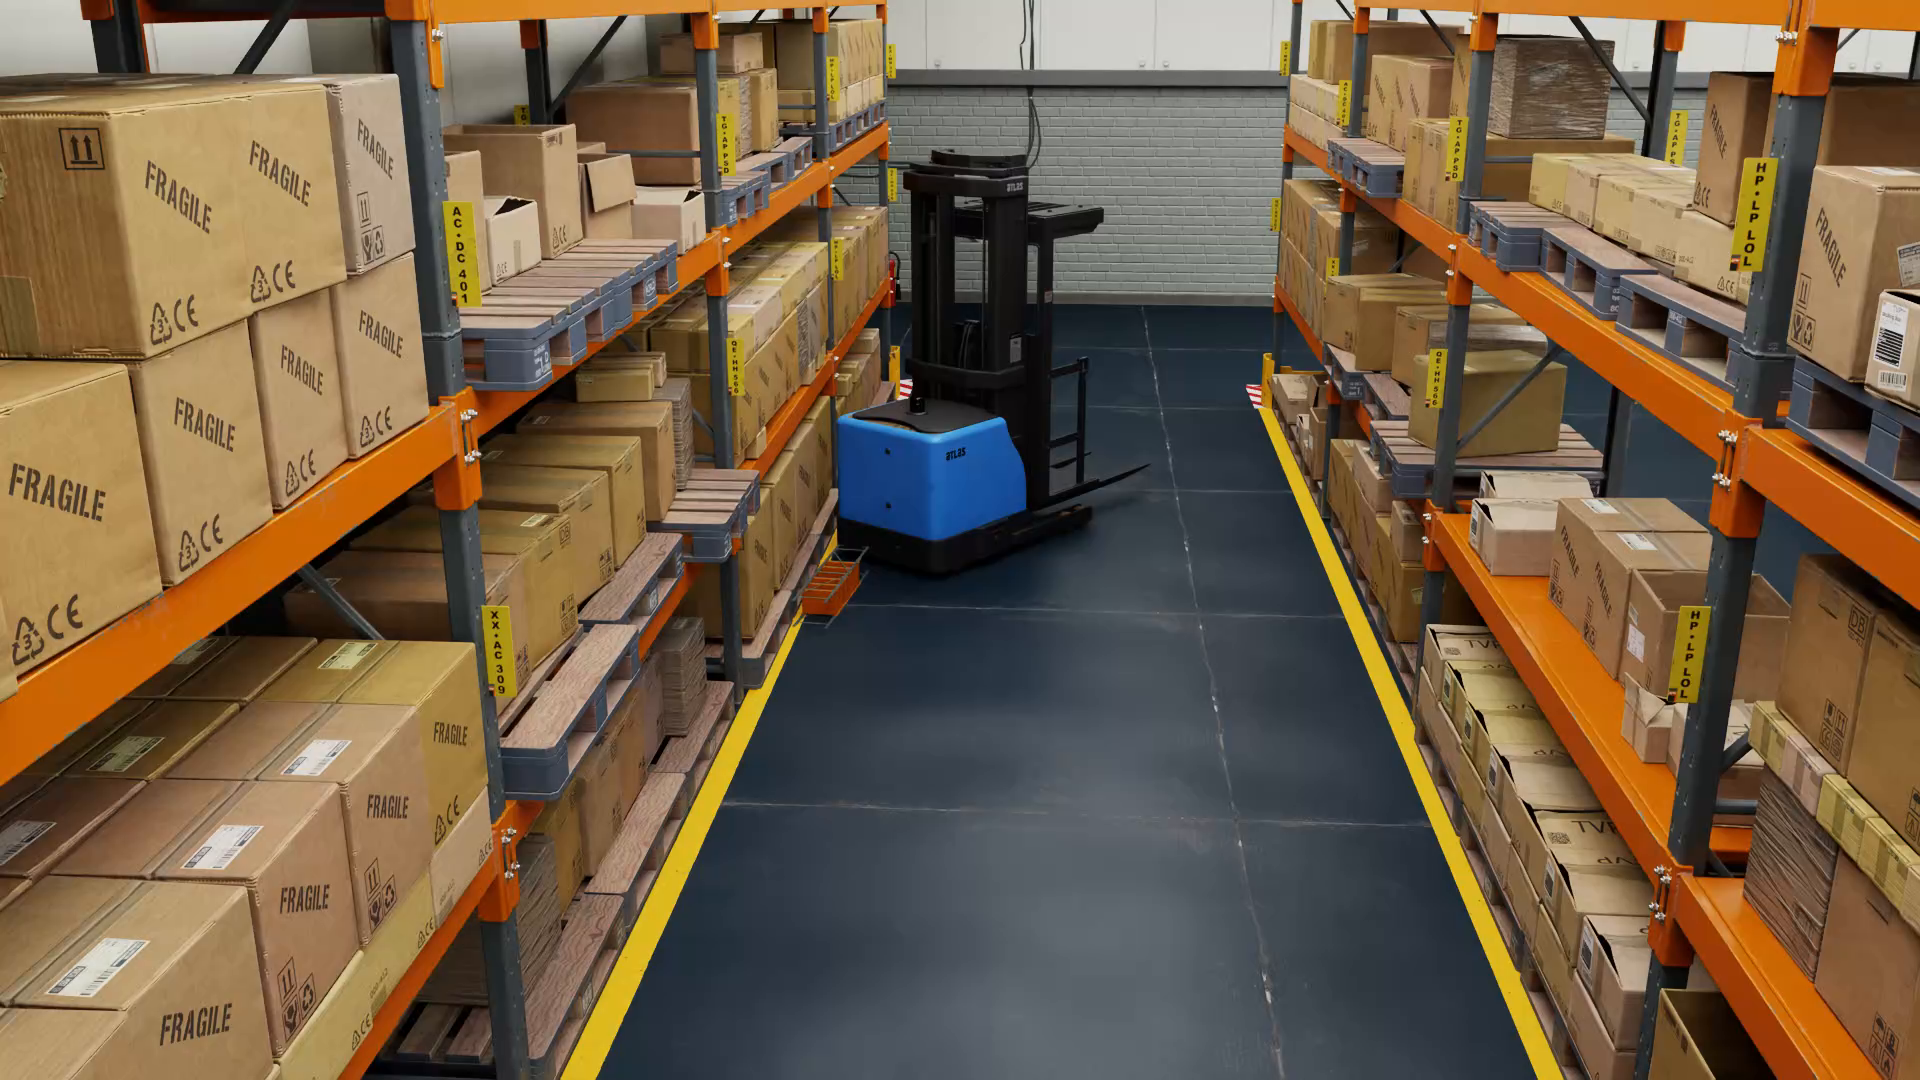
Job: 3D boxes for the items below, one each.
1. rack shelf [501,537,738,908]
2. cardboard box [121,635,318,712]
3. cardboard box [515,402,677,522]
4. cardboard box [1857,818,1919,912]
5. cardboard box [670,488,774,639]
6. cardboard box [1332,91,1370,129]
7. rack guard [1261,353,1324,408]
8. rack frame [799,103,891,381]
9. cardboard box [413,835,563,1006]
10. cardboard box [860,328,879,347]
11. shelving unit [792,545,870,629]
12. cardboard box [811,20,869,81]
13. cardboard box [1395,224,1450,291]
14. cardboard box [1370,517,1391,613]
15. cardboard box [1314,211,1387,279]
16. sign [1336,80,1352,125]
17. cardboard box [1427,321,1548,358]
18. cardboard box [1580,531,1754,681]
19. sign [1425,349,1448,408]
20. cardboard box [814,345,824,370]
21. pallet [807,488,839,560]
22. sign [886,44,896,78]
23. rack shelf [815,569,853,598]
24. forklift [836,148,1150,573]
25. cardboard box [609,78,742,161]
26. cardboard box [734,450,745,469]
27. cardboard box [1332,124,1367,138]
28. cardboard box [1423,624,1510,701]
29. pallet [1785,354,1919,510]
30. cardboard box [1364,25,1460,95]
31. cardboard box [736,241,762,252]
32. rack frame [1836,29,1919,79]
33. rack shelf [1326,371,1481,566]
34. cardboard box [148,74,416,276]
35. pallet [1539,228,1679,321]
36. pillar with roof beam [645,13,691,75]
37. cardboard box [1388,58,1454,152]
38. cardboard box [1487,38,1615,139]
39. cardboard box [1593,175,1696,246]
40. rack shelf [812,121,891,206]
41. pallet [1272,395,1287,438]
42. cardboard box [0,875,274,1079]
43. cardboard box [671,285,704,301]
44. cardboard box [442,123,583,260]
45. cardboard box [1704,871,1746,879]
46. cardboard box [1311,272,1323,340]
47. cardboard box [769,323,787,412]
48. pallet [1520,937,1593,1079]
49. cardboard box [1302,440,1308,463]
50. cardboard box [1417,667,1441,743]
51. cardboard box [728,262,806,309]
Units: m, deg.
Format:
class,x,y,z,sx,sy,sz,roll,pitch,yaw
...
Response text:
class,x,y,z,sx,sy,sz,roll,pitch,yaw
rack shelf,-1.946,0.497,7.745,1.077,0.370,4.000,1,18,4
cardboard box,-2.331,0.623,5.209,0.500,0.500,0.500,1,18,3
cardboard box,-1.839,-0.402,8.467,0.700,0.500,0.500,0,18,-1
cardboard box,2.588,0.849,4.314,0.380,0.149,0.250,1,18,3
cardboard box,-1.619,0.130,10.486,0.750,0.750,0.750,1,18,3
cardboard box,3.190,-3.348,12.944,0.500,0.250,0.500,1,18,4
rack guard,3.707,-1.630,17.094,1.175,0.500,0.348,1,18,4
rack frame,-1.229,-2.951,17.111,1.000,3.000,0.127,1,18,4
cardboard box,-2.053,1.526,6.757,0.700,0.500,0.500,2,18,6
cardboard box,-1.007,-2.007,16.530,0.380,0.149,0.250,1,18,3
shelving unit,-0.892,0.315,11.649,0.258,0.189,1.200,3,18,10
cardboard box,-1.085,-4.358,14.789,0.500,0.500,0.500,0,18,1
cardboard box,3.740,-2.262,13.242,0.500,0.500,0.500,2,18,5
cardboard box,3.009,0.166,10.908,0.500,0.500,0.500,1,18,2
cardboard box,3.238,-2.444,13.797,0.500,0.500,0.500,1,18,3
sign,2.884,-3.280,12.468,0.100,0.325,0.005,1,18,4
cardboard box,3.328,-1.082,10.572,0.700,0.500,0.500,5,19,14
cardboard box,2.997,0.281,7.088,0.500,0.500,0.500,1,18,4
sign,2.597,-0.879,9.055,0.100,0.325,0.005,1,18,4
cardboard box,-1.252,-1.408,12.775,0.380,0.149,0.250,2,18,5
pallet,-1.496,-0.142,13.018,1.003,0.211,1.213,1,18,4
sign,-0.689,-4.743,16.468,0.100,0.325,0.005,1,18,4
rack shelf,-0.884,0.302,11.691,0.258,0.180,0.103,3,18,10
forklift,0.400,-1.542,12.923,1.130,2.935,3.031,15,23,37
cardboard box,-1.787,-2.637,10.470,0.700,0.500,0.500,2,18,7
cardboard box,-1.521,-0.531,10.099,0.380,0.149,0.250,2,18,5
cardboard box,3.195,-3.110,13.021,0.500,0.250,0.500,1,18,4
cardboard box,2.808,0.640,8.994,0.500,0.311,0.500,2,18,6
pallet,2.817,-0.232,4.140,1.003,0.211,1.213,1,18,4
cardboard box,3.422,-3.699,12.811,0.700,0.500,0.500,1,18,4
cardboard box,-1.808,-2.126,12.720,0.500,0.250,0.500,2,18,6
rack frame,8.653,-5.581,15.502,1.000,3.000,0.127,1,18,4
rack shelf,3.282,-0.636,11.202,1.077,0.370,4.000,1,18,4
cardboard box,-1.854,-1.020,4.602,0.500,0.500,0.500,0,18,-1
pallet,3.102,-1.132,7.047,1.003,0.211,1.213,2,18,6
pillar with roof beam,1.966,-4.700,12.815,9.100,9.000,0.400,1,18,4
cardboard box,3.291,-2.956,11.315,0.600,0.600,0.600,1,18,3
cardboard box,3.176,-2.440,8.969,0.500,0.500,0.500,1,18,4
cardboard box,3.091,-1.428,7.212,0.500,0.250,0.500,1,18,3
rack shelf,-1.372,-3.413,14.860,1.077,0.370,4.000,1,18,4
pallet,3.651,-1.245,16.384,1.003,0.211,1.213,1,18,4
cardboard box,-1.928,1.108,3.728,0.500,0.500,0.500,2,18,6
cardboard box,-1.948,-1.488,10.771,0.500,0.250,0.500,1,18,3
cardboard box,-1.882,-1.447,6.871,0.500,0.500,0.500,1,18,2
cardboard box,3.171,1.448,6.527,0.500,0.311,0.500,1,18,3
cardboard box,3.241,-1.968,13.950,0.500,0.500,0.500,2,18,5
cardboard box,-1.429,-1.126,10.872,0.500,0.500,0.500,1,18,4
pallet,2.866,1.981,6.538,1.003,0.211,1.213,1,18,4
cardboard box,3.151,-0.754,14.280,0.380,0.149,0.250,1,18,4
cardboard box,2.808,0.906,9.081,0.500,0.250,0.500,1,18,4
cardboard box,-1.377,-1.795,11.710,0.500,0.250,0.500,2,18,5
